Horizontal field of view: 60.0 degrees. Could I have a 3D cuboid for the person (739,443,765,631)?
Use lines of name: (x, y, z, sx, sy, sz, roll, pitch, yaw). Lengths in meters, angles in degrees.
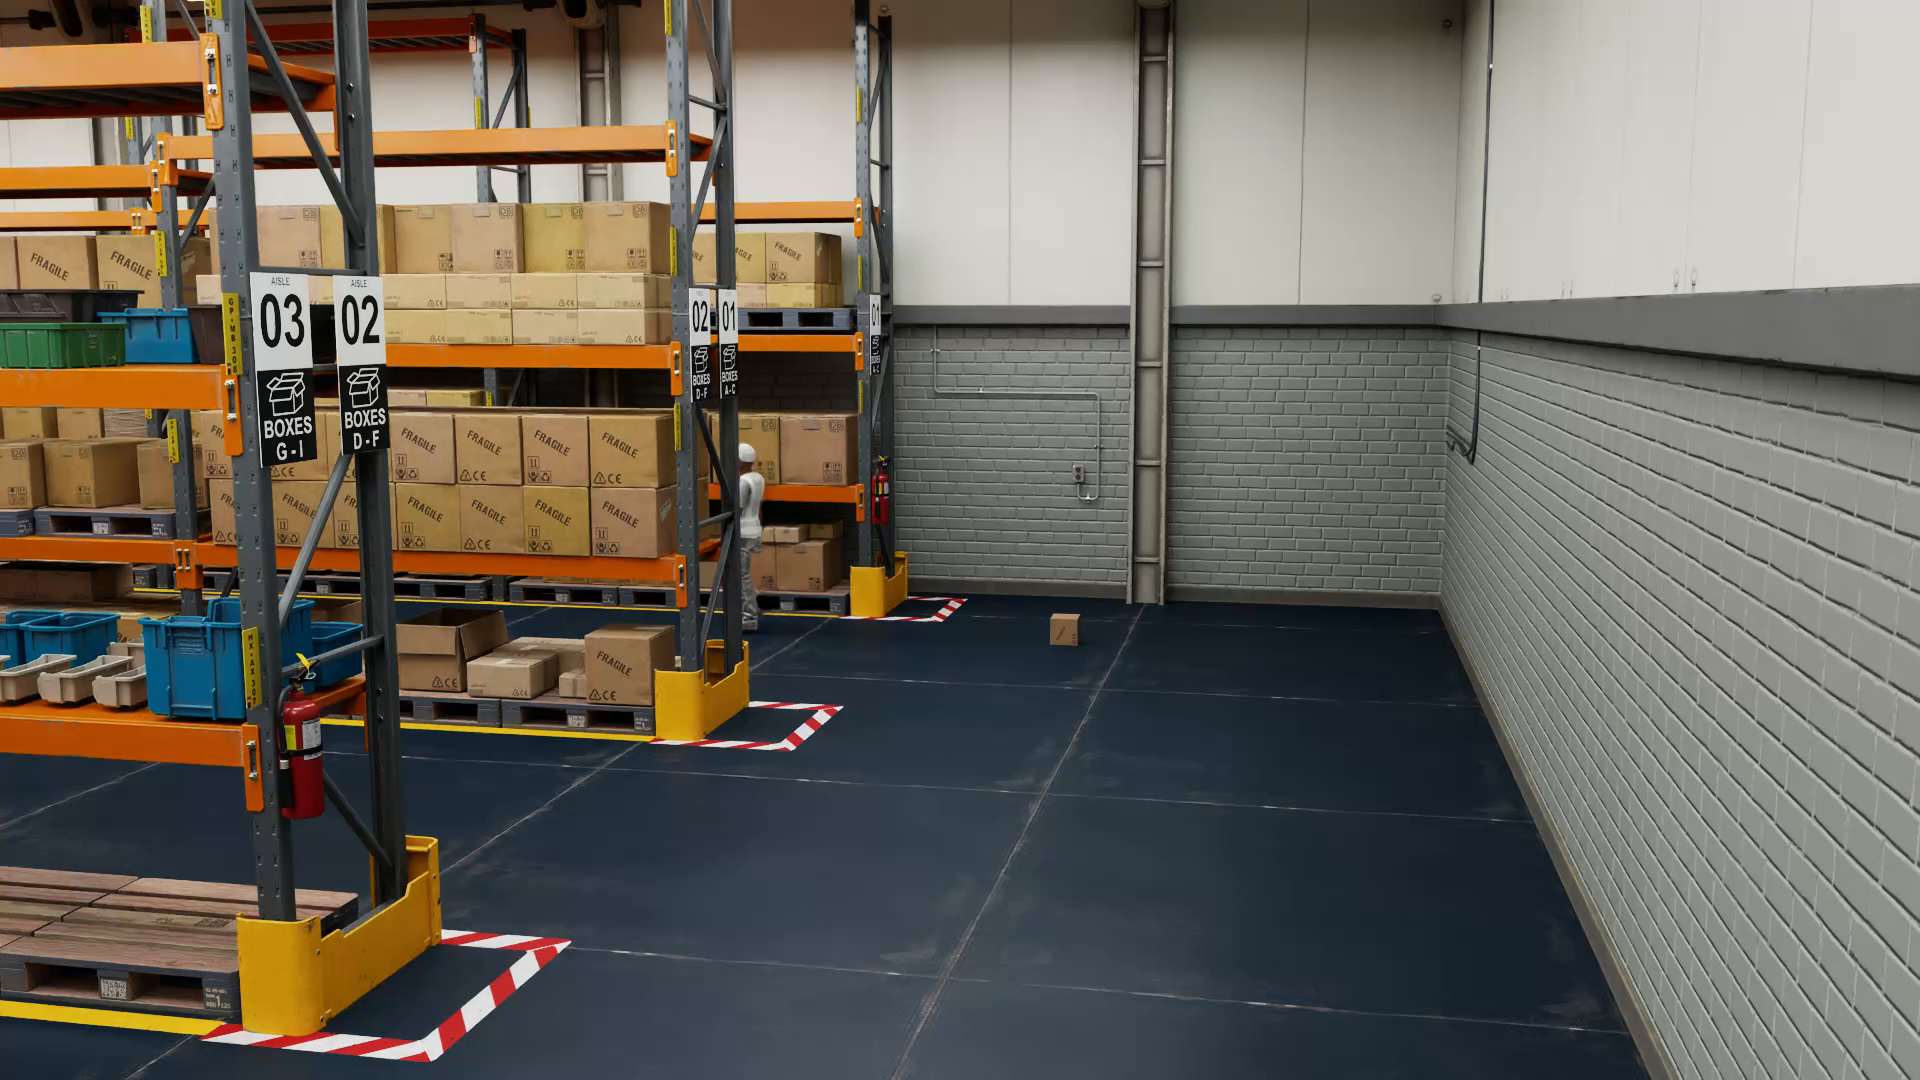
person: (-2.107, -0.017, 15.751, 0.459, 1.805, 0.551, 1, 8, 7)
